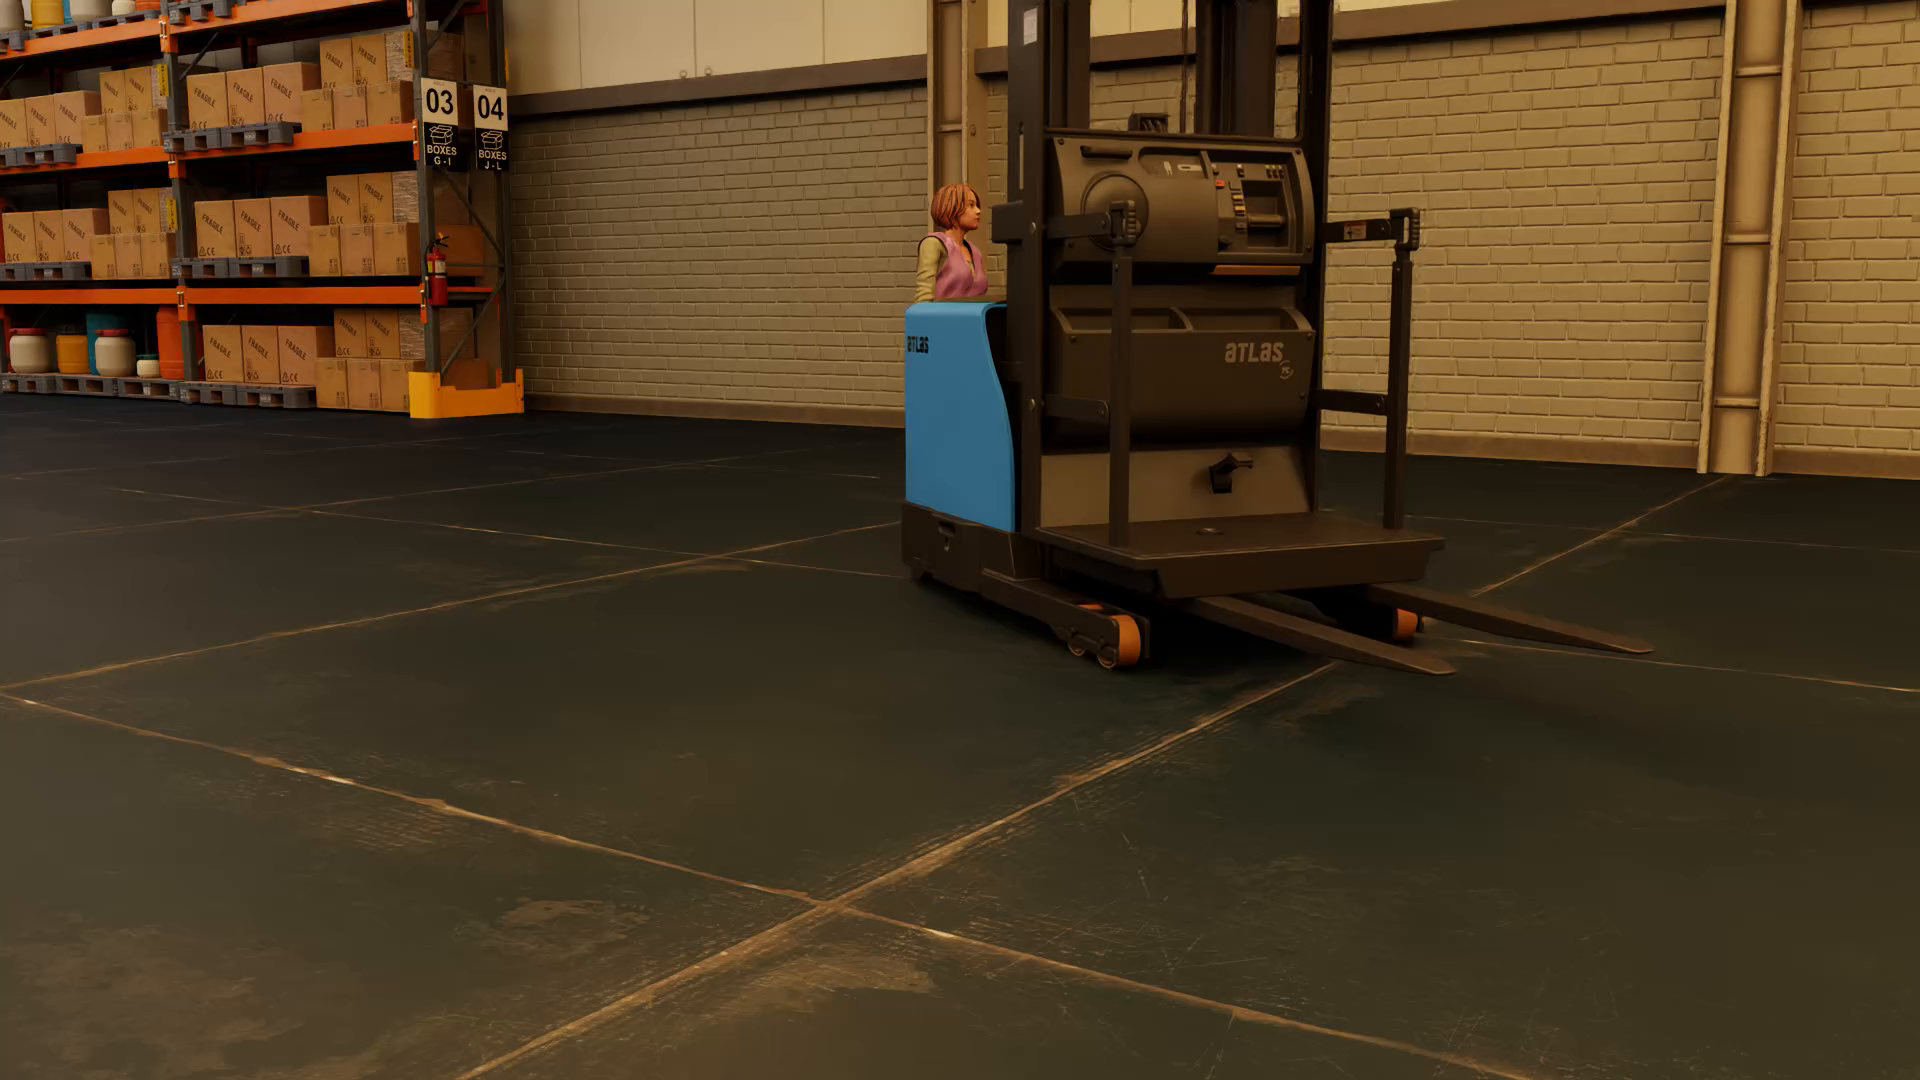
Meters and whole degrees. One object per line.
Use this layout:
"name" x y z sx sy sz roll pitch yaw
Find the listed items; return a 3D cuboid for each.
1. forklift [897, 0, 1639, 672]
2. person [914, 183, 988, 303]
"forklift" 0.797 -1.142 5.225 1.130 2.935 3.031 -3 9 -23
"person" 0.053 -0.791 7.438 0.475 1.597 0.520 5 10 34
